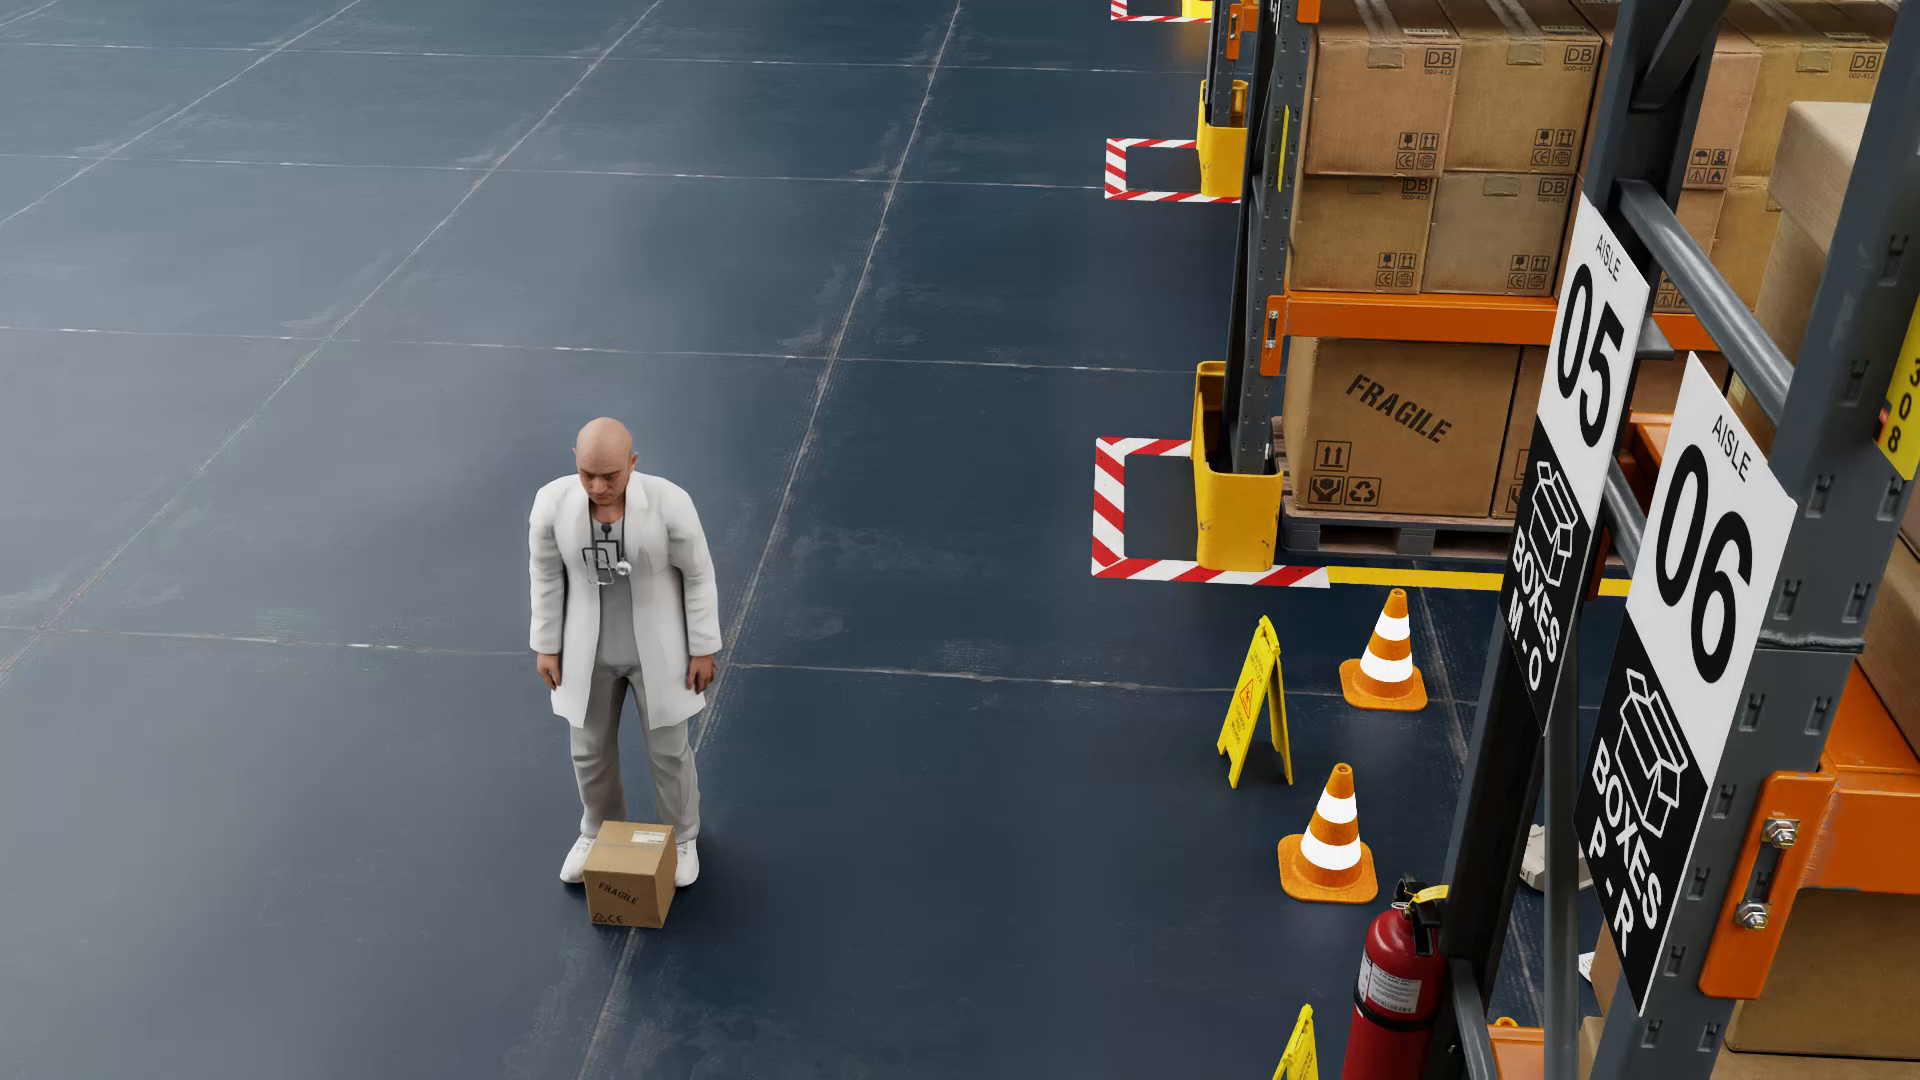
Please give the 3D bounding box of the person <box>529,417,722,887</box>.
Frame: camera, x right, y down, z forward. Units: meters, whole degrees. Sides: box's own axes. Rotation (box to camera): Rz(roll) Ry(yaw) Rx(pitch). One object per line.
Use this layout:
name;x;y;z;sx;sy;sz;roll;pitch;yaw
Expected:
person;-1.112;0.371;5.547;0.641;1.772;0.428;1;32;2
